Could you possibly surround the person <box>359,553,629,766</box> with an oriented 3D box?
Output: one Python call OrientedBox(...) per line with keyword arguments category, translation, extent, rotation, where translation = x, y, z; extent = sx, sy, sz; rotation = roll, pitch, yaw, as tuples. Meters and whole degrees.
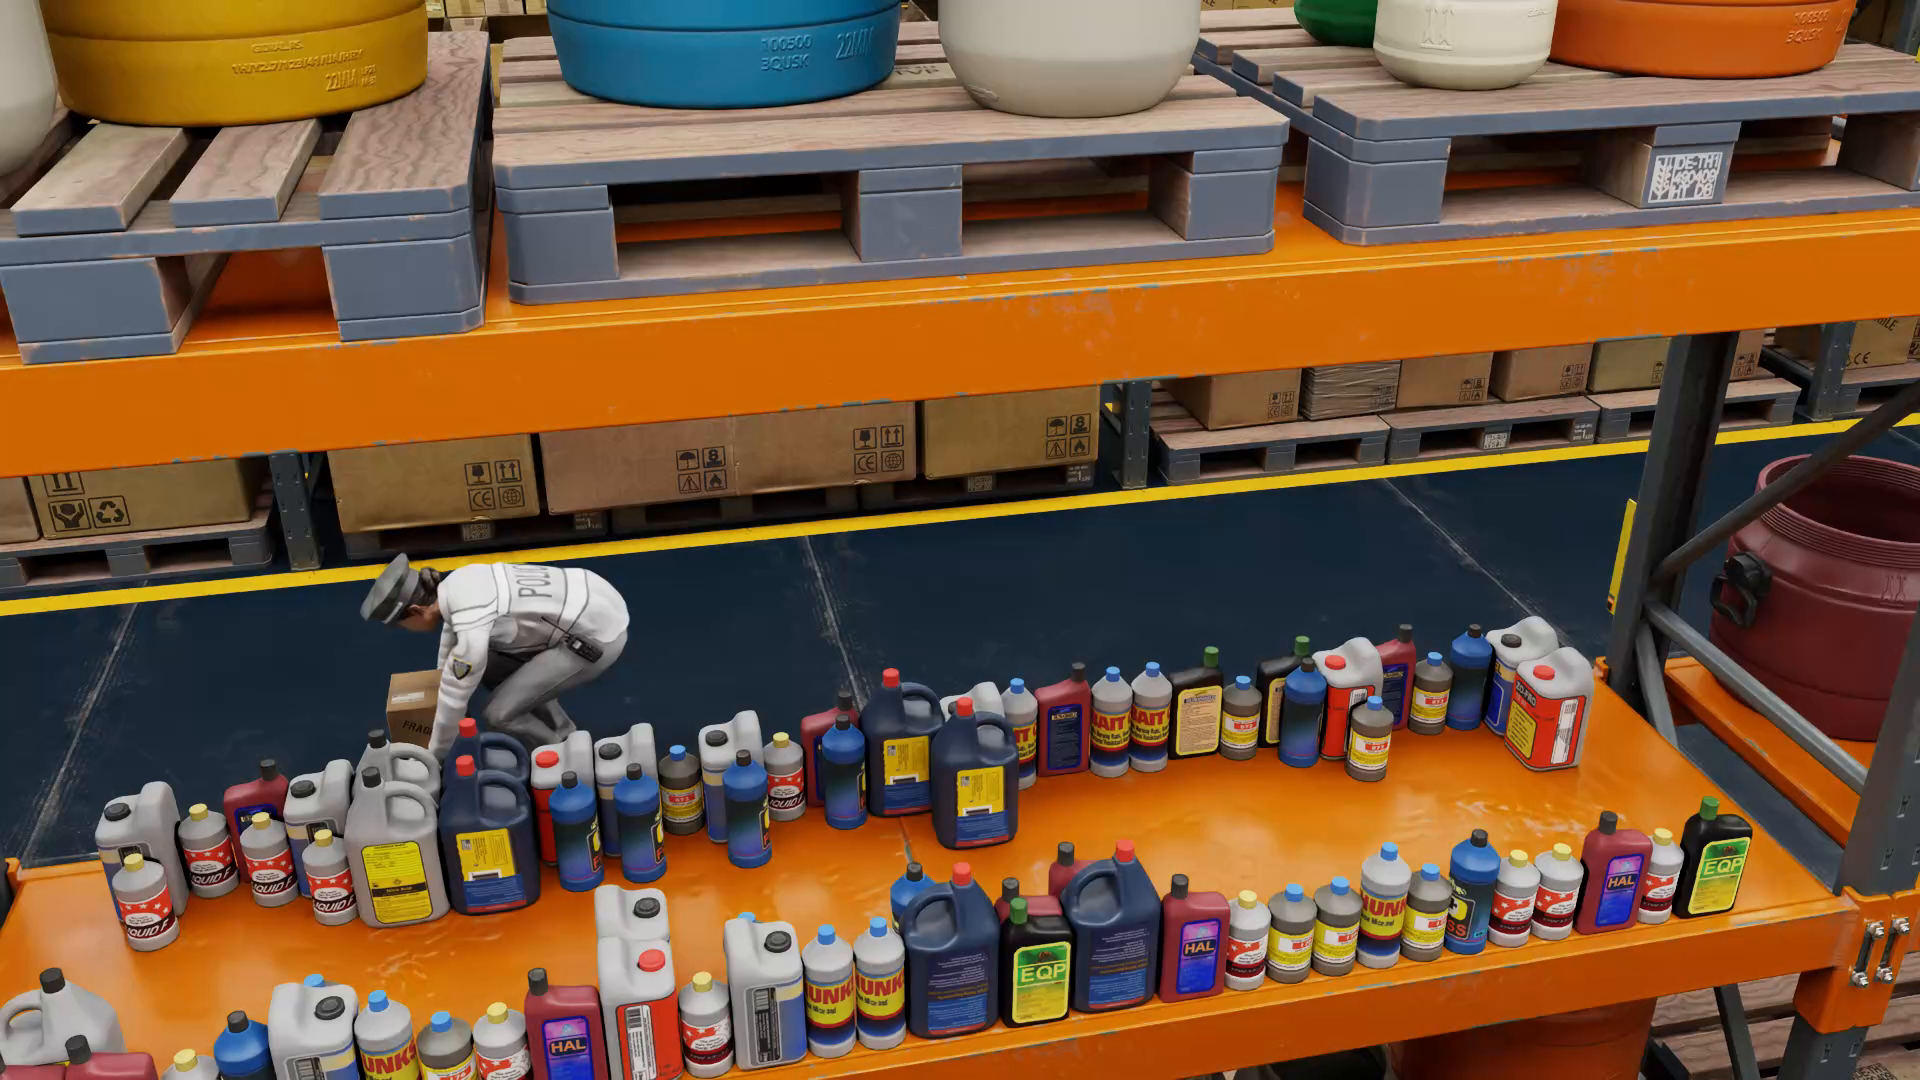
OrientedBox(category="person", translation=(-1.628, 0.461, 5.961), extent=(0.899, 0.989, 0.453), rotation=(-7, 28, -13))
